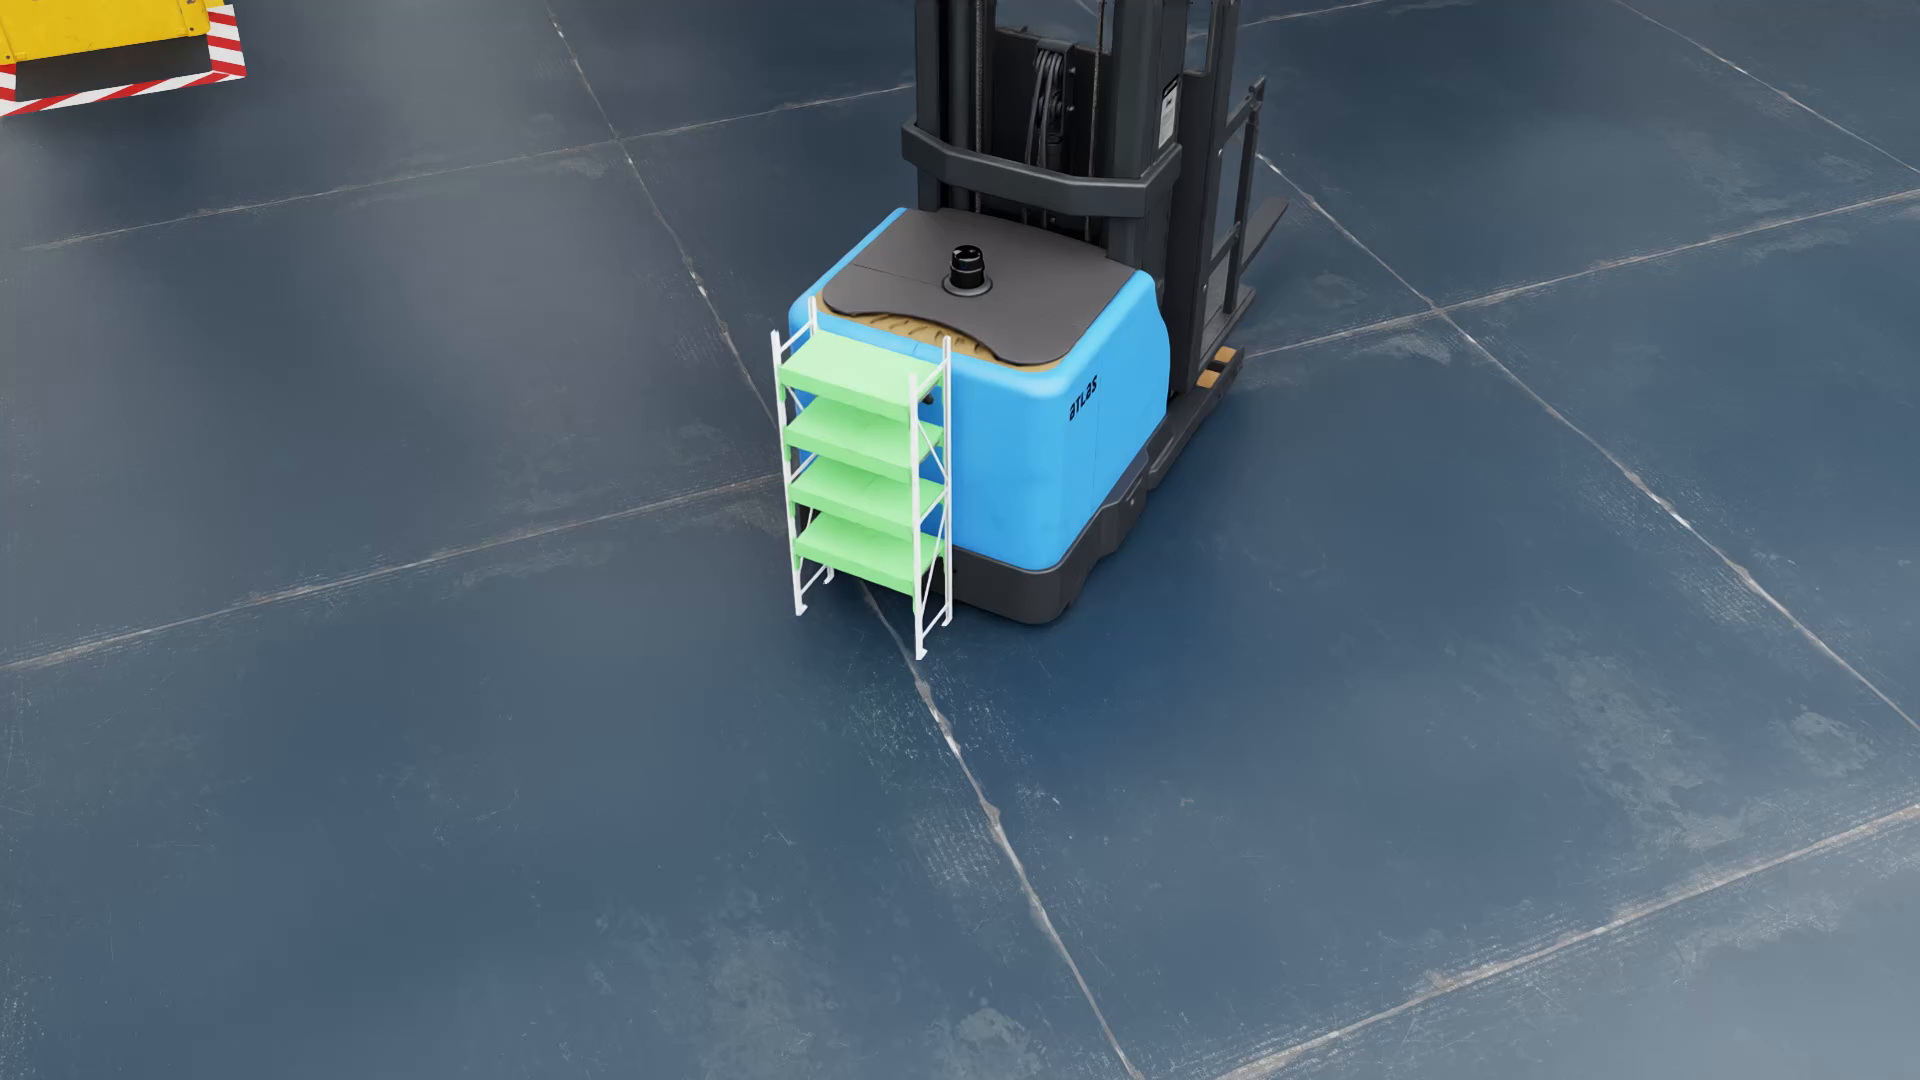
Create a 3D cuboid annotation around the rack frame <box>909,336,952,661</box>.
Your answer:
[{"bbox_3d":[-0.091,-0.106,5.453,0.015,1.200,0.240,19,44,21],"label":"rack frame"}]

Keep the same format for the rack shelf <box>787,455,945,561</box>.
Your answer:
[{"bbox_3d":[-0.307,-0.132,5.580,0.480,0.148,0.258,19,44,21],"label":"rack shelf"}]

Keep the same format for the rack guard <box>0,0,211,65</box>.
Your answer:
[{"bbox_3d":[-4.965,-3.097,9.468,1.175,0.500,0.348,-15,43,-17],"label":"rack guard"}]

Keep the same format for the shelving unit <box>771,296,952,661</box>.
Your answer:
[{"bbox_3d":[-0.307,-0.180,5.539,0.503,1.200,0.258,19,44,21],"label":"shelving unit"}]

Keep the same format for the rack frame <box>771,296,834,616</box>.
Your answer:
[{"bbox_3d":[-0.524,-0.254,5.624,0.015,1.200,0.240,19,44,21],"label":"rack frame"}]

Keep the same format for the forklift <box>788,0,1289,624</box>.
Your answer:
[{"bbox_3d":[0.540,-1.771,6.062,1.130,2.935,3.031,19,44,21],"label":"forklift"}]

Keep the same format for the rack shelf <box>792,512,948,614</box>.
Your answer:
[{"bbox_3d":[-0.307,0.050,5.737,0.480,0.148,0.258,19,44,21],"label":"rack shelf"}]

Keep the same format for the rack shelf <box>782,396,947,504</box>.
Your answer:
[{"bbox_3d":[-0.307,-0.313,5.424,0.480,0.148,0.258,19,44,21],"label":"rack shelf"}]

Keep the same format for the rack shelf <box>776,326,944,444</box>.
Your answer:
[{"bbox_3d":[-0.308,-0.495,5.267,0.480,0.148,0.258,19,44,21],"label":"rack shelf"}]
